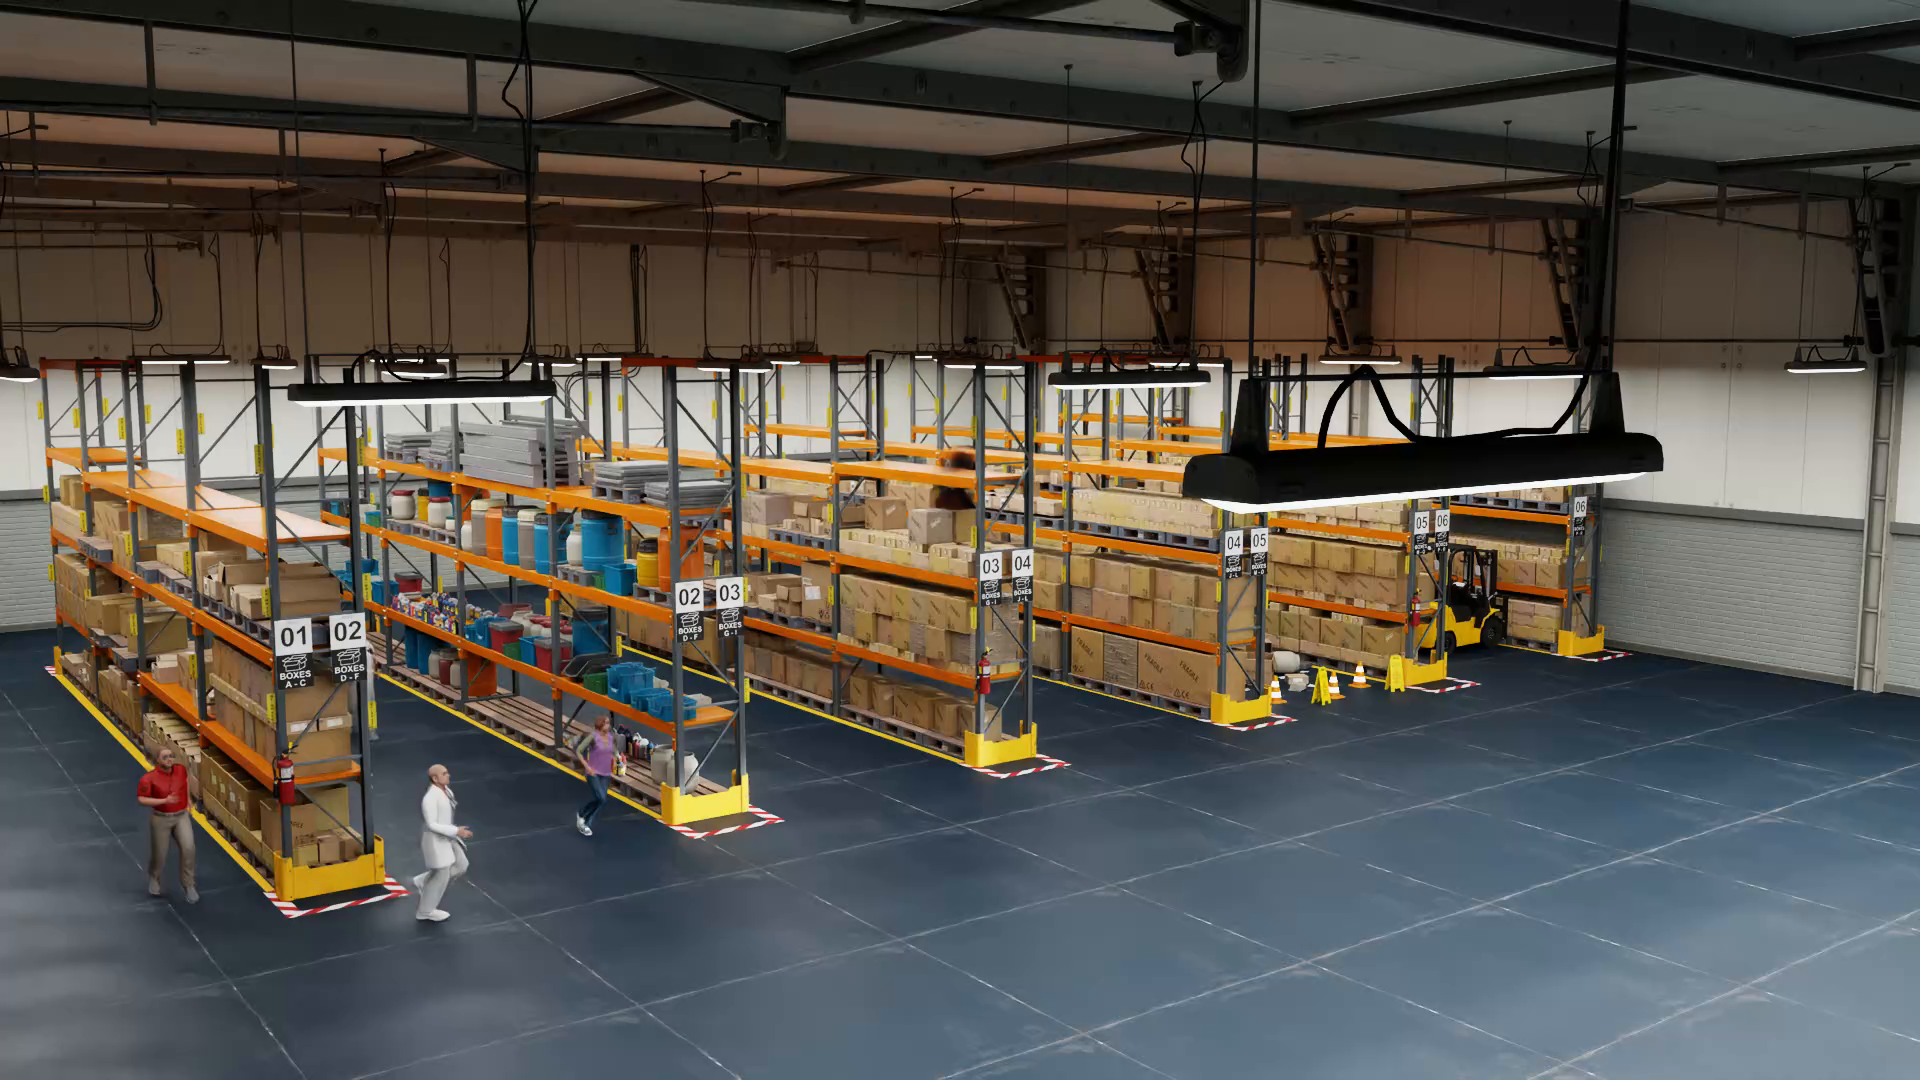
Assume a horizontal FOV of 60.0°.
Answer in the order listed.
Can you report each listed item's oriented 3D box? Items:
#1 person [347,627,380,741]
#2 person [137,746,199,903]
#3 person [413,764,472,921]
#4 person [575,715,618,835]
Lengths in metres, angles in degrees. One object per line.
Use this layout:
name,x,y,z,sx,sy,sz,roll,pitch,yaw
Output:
person,-9.598,2.266,26.579,0.683,1.815,0.872,-6,9,-43
person,-8.987,3.213,18.859,0.814,1.786,0.679,6,9,41
person,-5.660,3.292,18.203,0.698,1.732,0.734,0,7,-1
person,-4.621,3.019,21.396,0.485,1.517,0.599,6,9,39
